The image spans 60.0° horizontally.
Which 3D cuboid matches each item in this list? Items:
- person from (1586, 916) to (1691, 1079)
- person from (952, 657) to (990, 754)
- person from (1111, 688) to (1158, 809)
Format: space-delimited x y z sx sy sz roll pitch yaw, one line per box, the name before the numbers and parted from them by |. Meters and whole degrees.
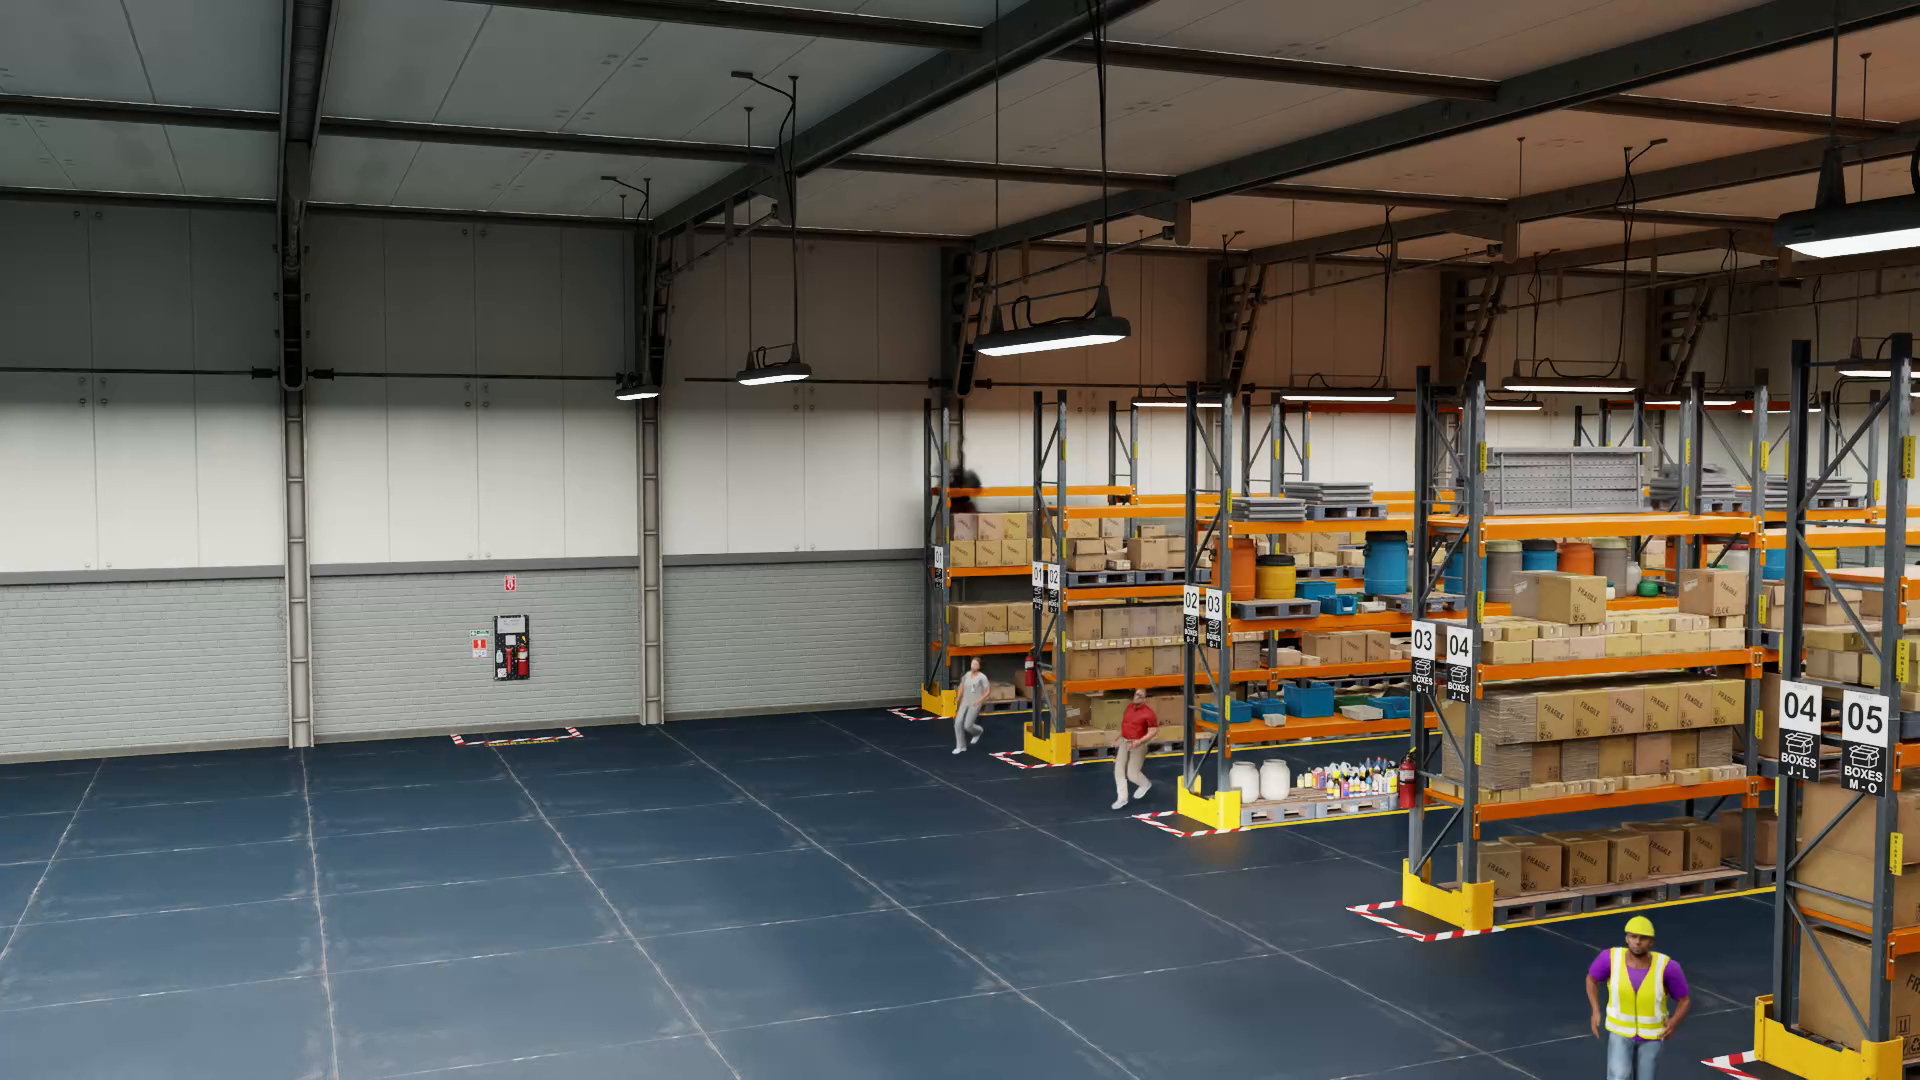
person | 4.901 3.582 12.031 0.706 1.728 0.574 1 4 21
person | 0.239 2.742 27.689 0.603 1.624 0.636 2 4 34
person | 2.512 2.945 23.571 0.703 1.708 0.724 3 5 43
